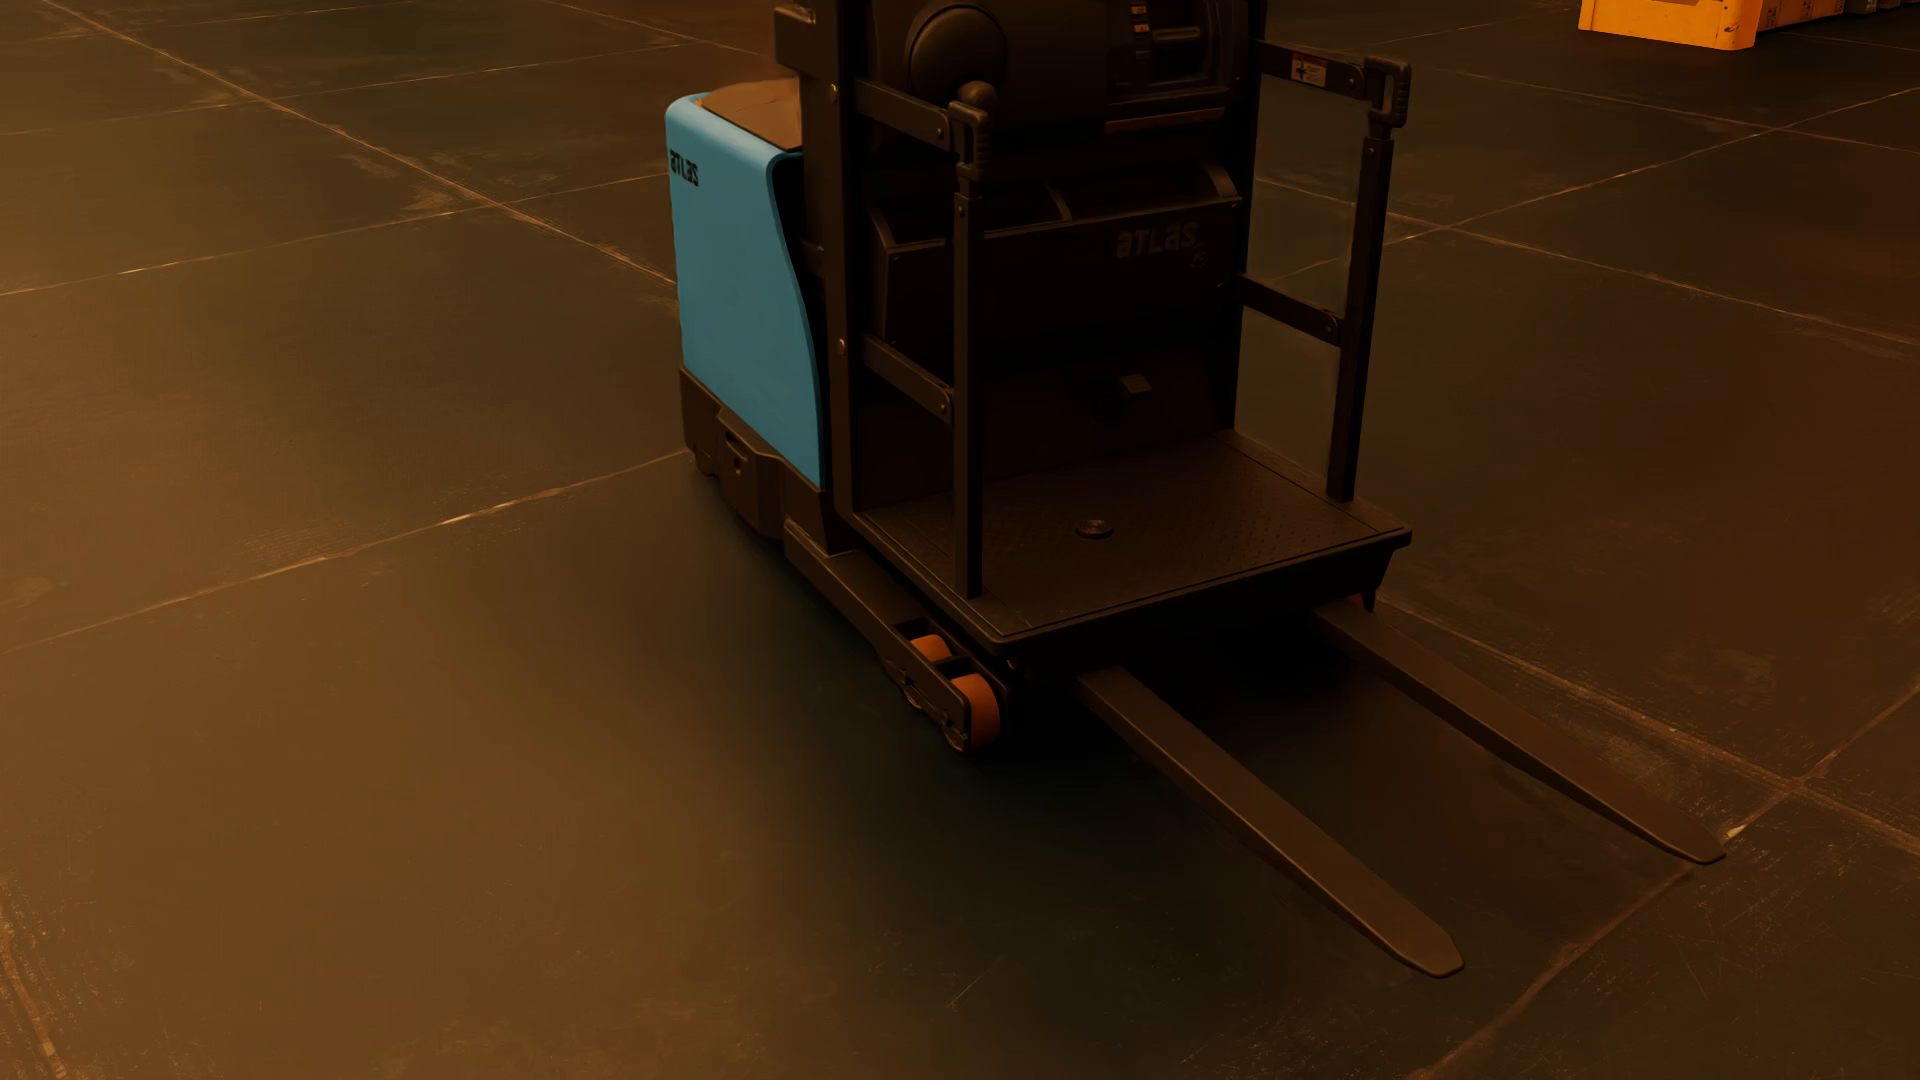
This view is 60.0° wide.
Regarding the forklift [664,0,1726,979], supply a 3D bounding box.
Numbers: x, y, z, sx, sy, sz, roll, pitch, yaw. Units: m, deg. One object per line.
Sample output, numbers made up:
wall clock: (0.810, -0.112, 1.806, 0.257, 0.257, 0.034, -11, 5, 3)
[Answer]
forklift: (0.325, -1.087, 3.395, 1.130, 2.935, 3.031, -14, 29, -25)
